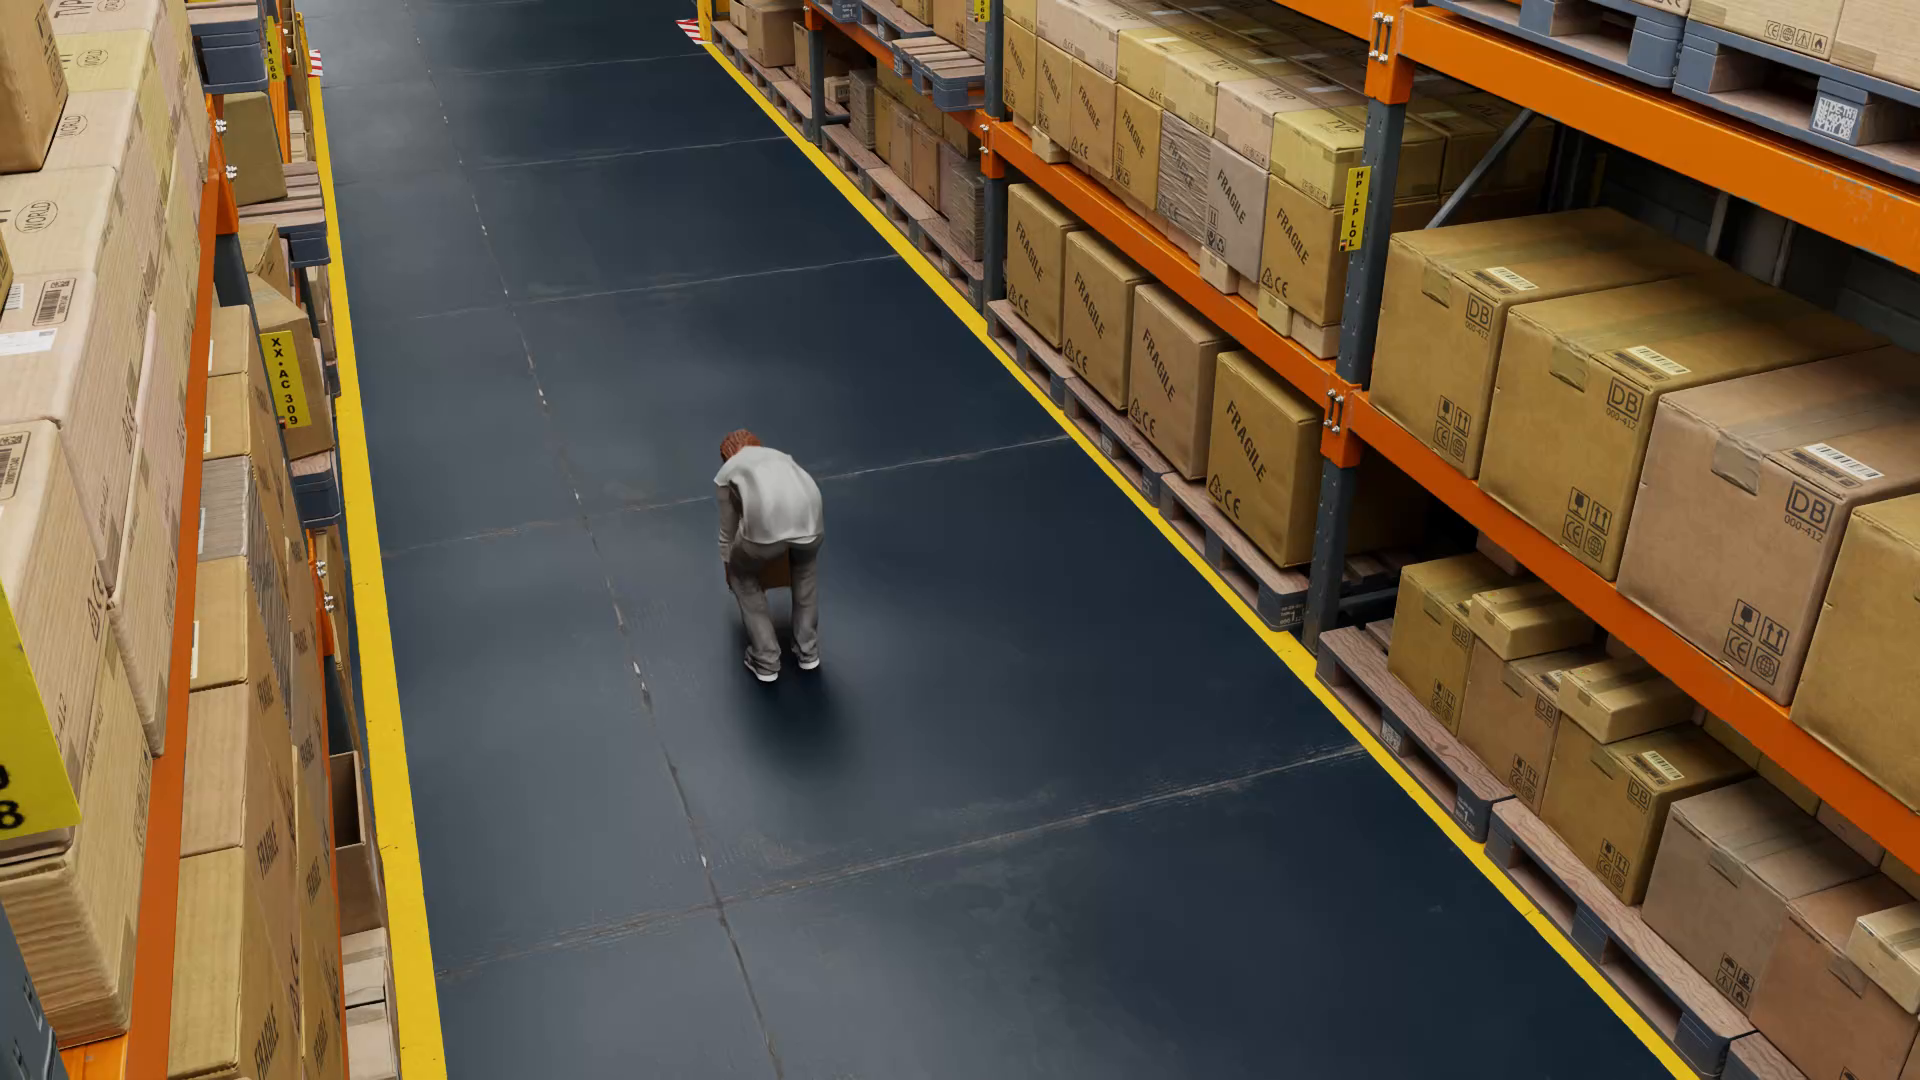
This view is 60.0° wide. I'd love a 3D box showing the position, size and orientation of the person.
[{"bbox_3d":[-0.836,0.034,7.184,0.395,0.991,0.871,-12,32,-19],"label":"person"}]
